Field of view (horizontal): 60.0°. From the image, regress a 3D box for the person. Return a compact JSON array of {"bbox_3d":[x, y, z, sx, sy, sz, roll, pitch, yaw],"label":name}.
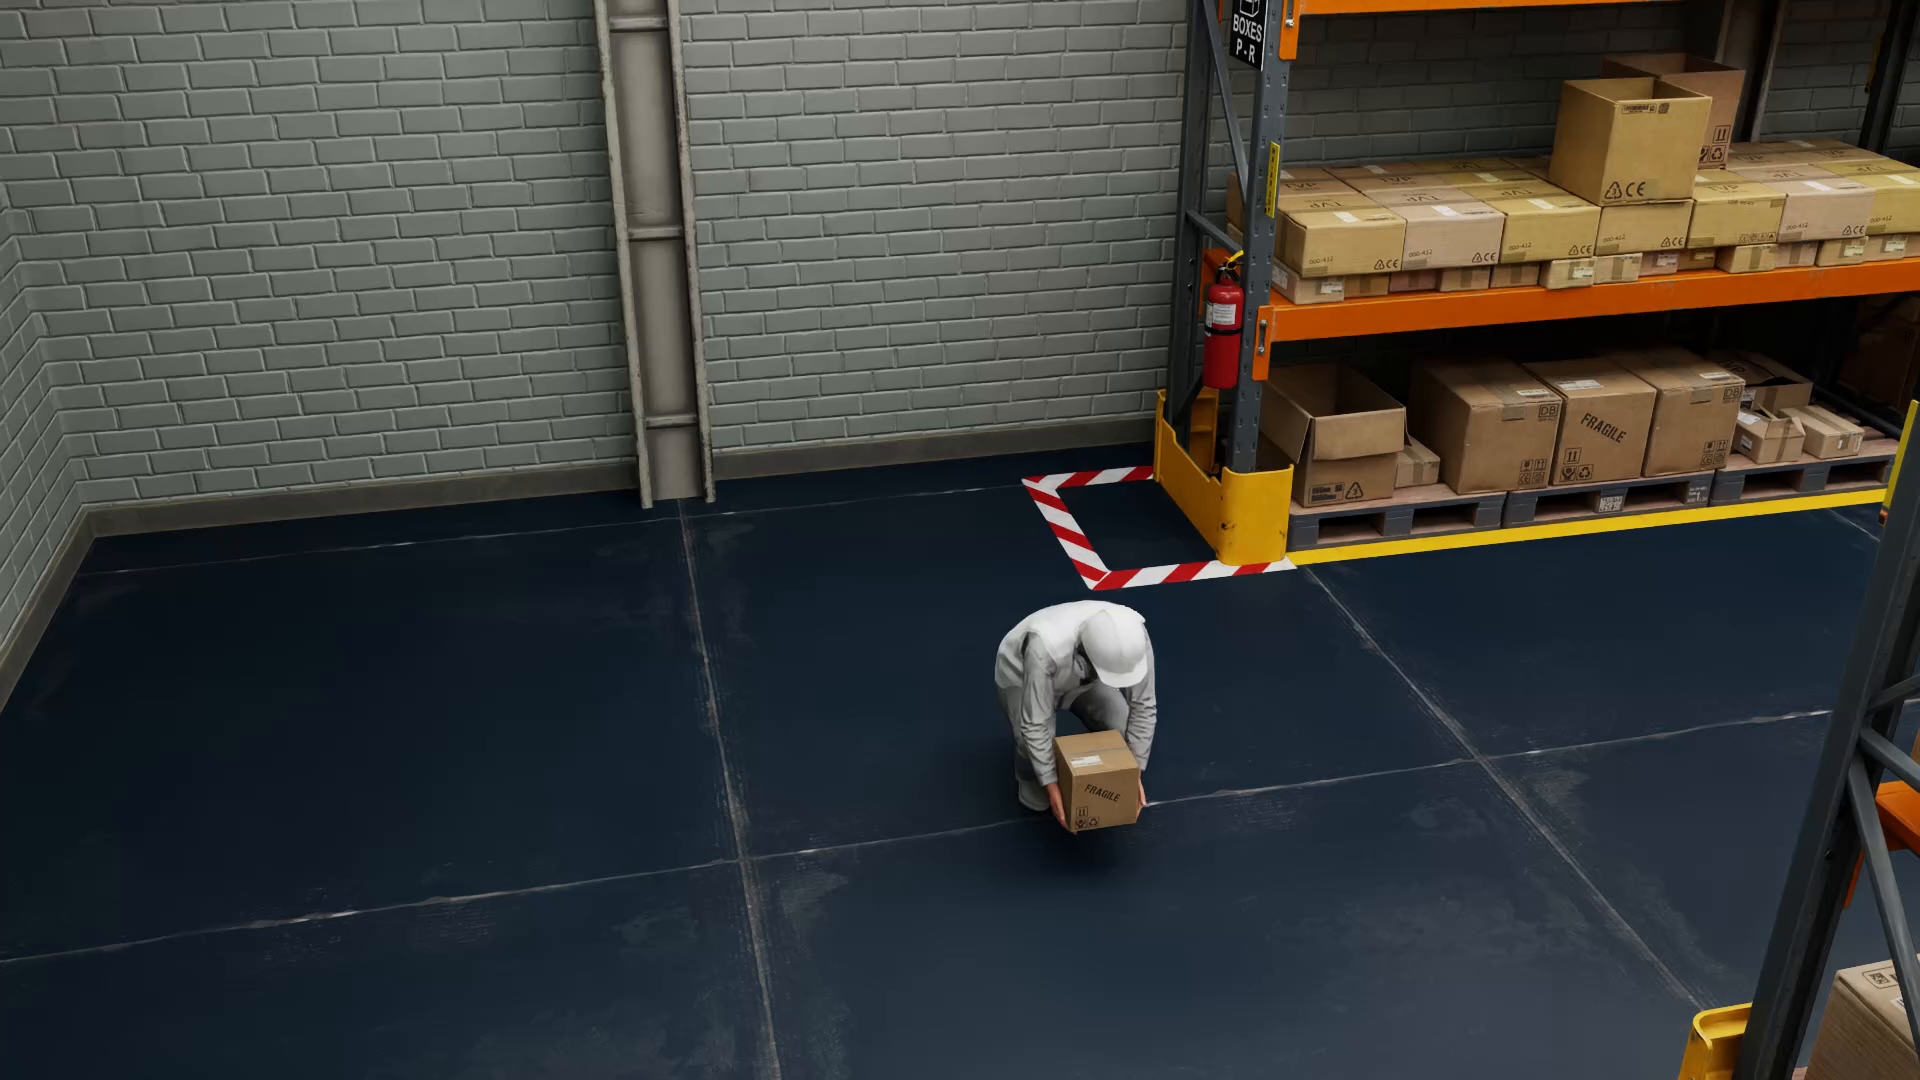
[{"bbox_3d":[0.440,0.573,6.309,0.532,1.006,0.867,-6,27,-11],"label":"person"}]
